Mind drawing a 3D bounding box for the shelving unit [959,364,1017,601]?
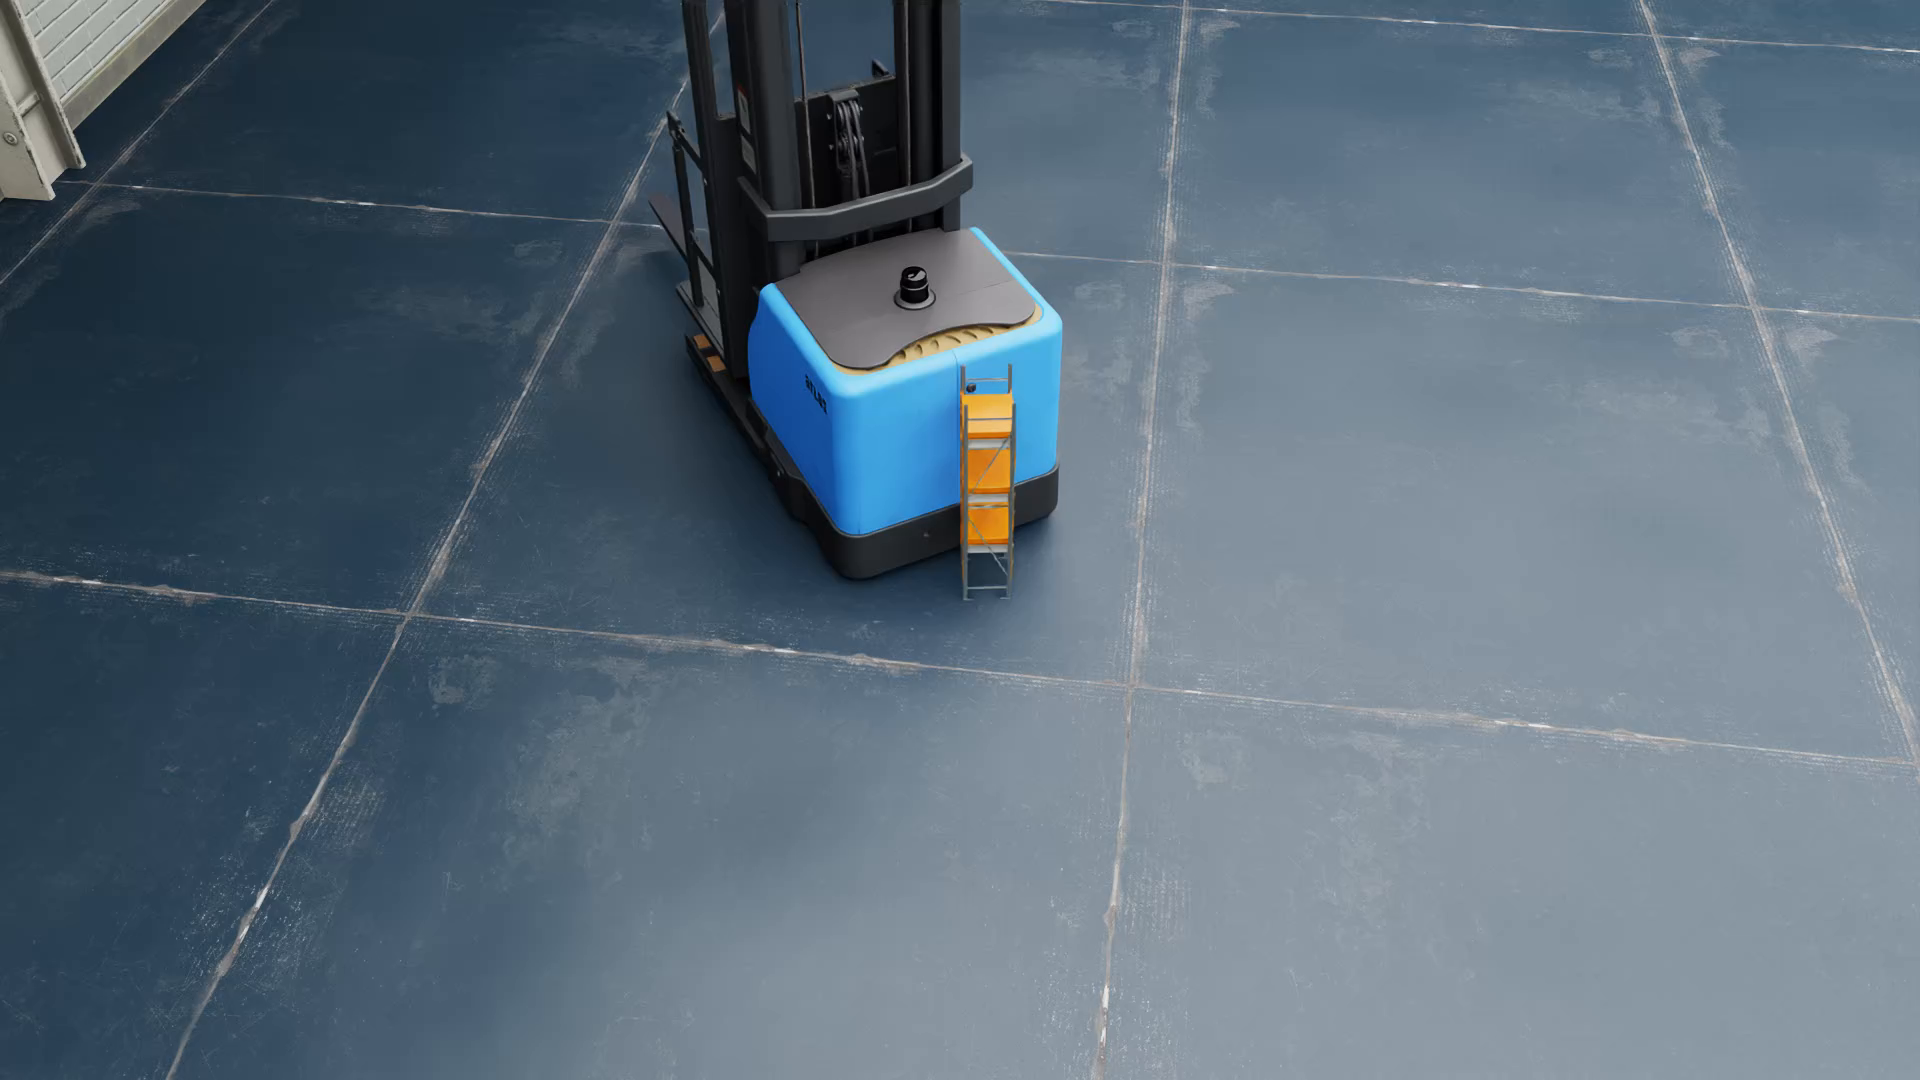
[{"bbox_3d":[0.108,-0.214,6.712,0.215,1.050,0.252,-1,43,-2],"label":"shelving unit"}]

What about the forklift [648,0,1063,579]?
[{"bbox_3d":[-0.683,-1.916,7.142,1.130,2.935,3.031,-19,47,-19],"label":"forklift"}]

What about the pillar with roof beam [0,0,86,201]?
[{"bbox_3d":[-0.914,-4.912,5.892,9.100,9.000,0.400,5,44,6],"label":"pillar with roof beam"}]

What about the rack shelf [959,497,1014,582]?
[{"bbox_3d":[0.108,-0.005,6.911,0.215,0.259,0.240,-1,43,-2],"label":"rack shelf"}]

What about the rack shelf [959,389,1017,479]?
[{"bbox_3d":[0.108,-0.412,6.525,0.215,0.259,0.240,-1,43,-2],"label":"rack shelf"}]

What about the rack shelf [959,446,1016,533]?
[{"bbox_3d":[0.108,-0.206,6.720,0.215,0.259,0.240,-1,43,-2],"label":"rack shelf"}]

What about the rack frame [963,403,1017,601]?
[{"bbox_3d":[0.113,-0.130,6.624,0.200,1.050,0.008,-1,43,-2],"label":"rack frame"}]

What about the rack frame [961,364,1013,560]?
[{"bbox_3d":[0.104,-0.298,6.801,0.200,1.050,0.008,-1,43,-2],"label":"rack frame"}]
